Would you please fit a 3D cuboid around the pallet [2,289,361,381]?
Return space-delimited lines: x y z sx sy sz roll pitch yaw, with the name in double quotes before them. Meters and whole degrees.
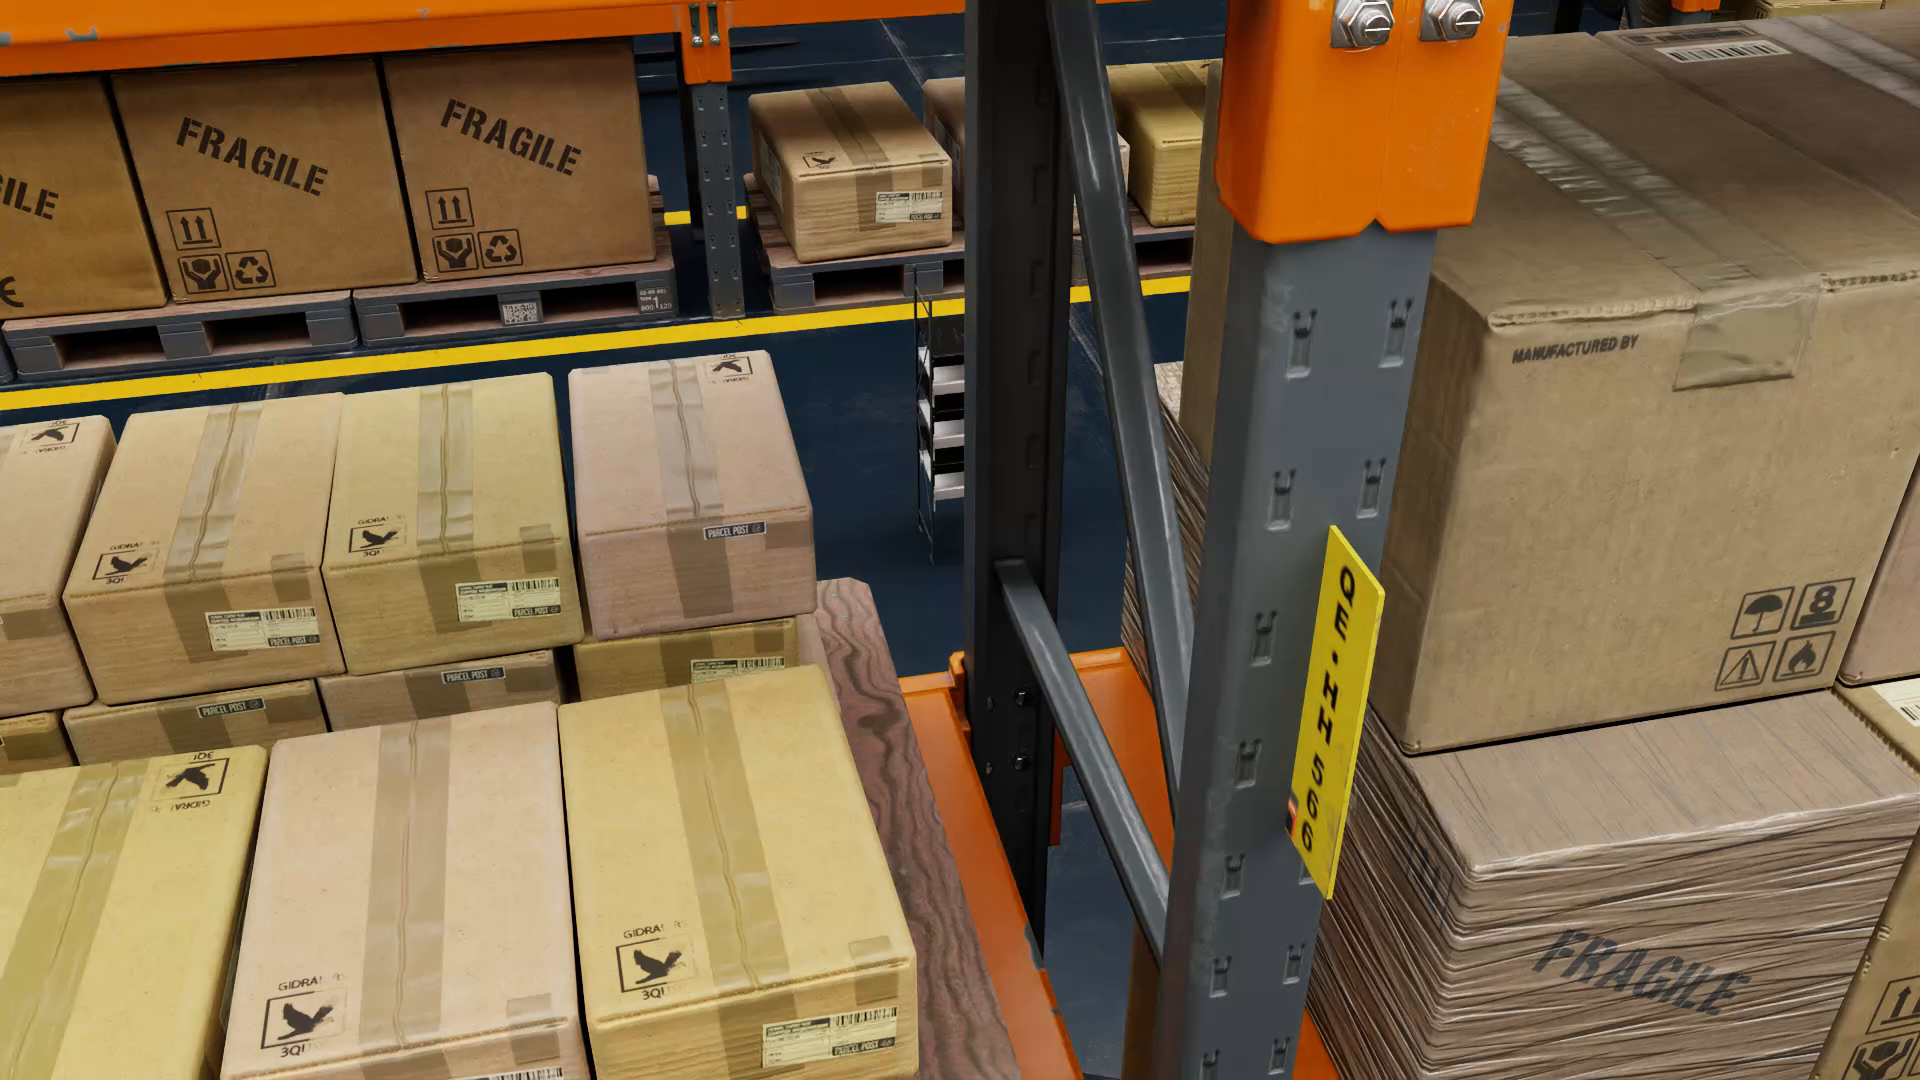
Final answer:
"pallet" -2.988 -1.015 6.573 1.213 0.211 1.003 -7 35 -11

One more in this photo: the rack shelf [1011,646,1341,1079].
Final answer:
"rack shelf" 2.126 0.354 2.676 4.000 0.370 1.077 -7 35 -11

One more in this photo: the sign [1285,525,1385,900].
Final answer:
"sign" 0.304 0.147 1.371 0.005 0.325 0.100 -7 35 -11

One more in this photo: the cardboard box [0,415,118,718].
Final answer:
"cardboard box" -1.078 0.030 1.828 0.250 0.149 0.380 -9 35 -13

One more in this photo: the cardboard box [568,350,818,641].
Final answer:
"cardboard box" -0.322 -0.064 1.968 0.250 0.149 0.380 -7 35 -10

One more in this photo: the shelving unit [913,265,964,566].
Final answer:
"shelving unit" -0.008 -0.373 4.998 0.210 0.900 0.258 -7 35 -11

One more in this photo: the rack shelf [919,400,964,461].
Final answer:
"rack shelf" -0.008 -0.345 5.016 0.200 0.077 0.258 -7 35 -11

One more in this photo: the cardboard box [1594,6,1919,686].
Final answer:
"cardboard box" 1.108 -0.268 1.971 0.500 0.500 0.700 -8 35 -11

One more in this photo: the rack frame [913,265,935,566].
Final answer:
"rack frame" -0.107 -0.360 4.979 0.006 0.900 0.240 -7 35 -11

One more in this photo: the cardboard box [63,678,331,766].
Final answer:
"cardboard box" -0.864 0.127 1.951 0.250 0.149 0.380 -8 35 -12

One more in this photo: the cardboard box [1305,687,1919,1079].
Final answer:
"cardboard box" 0.673 0.351 1.945 0.500 0.500 0.500 -7 34 -10

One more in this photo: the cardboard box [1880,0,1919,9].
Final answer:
"cardboard box" 4.041 -2.211 7.270 0.500 0.500 0.500 -6 34 -9

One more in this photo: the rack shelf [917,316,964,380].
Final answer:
"rack shelf" -0.008 -0.569 4.866 0.200 0.077 0.258 -7 35 -11

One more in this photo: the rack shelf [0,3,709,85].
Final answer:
"rack shelf" -2.966 -1.832 5.934 4.000 0.370 1.077 -7 35 -11

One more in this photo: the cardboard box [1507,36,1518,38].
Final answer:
"cardboard box" 2.375 -1.886 7.350 0.625 0.372 0.950 -7 34 -10

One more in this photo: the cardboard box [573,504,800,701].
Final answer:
"cardboard box" -0.340 0.058 2.054 0.250 0.149 0.380 -6 34 -8

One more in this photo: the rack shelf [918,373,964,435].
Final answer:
"rack shelf" -0.008 -0.420 4.966 0.200 0.077 0.258 -7 35 -11

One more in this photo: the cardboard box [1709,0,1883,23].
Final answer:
"cardboard box" 3.521 -2.138 7.162 0.500 0.500 0.500 -6 34 -8

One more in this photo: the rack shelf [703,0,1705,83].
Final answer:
"rack shelf" 0.935 -2.324 6.667 4.000 0.370 1.077 -7 35 -11

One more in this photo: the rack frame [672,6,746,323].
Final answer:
"rack frame" -1.015 -2.377 6.100 0.127 3.000 1.000 -7 35 -11

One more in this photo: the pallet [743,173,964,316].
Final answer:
"pallet" -0.253 -1.314 7.019 1.213 0.211 1.003 -7 35 -11

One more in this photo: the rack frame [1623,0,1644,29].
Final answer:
"rack frame" 2.885 -2.870 6.835 0.053 2.616 0.949 -7 35 -11

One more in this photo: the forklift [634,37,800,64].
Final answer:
"forklift" -2.394 -3.609 8.055 3.031 2.867 1.129 -8 35 -11

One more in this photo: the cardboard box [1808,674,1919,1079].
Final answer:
"cardboard box" 1.168 0.287 2.041 0.500 0.500 0.500 -7 35 -11

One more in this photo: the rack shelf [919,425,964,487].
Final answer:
"rack shelf" -0.008 -0.270 5.066 0.200 0.077 0.258 -7 35 -11

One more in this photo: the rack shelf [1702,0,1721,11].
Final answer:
"rack shelf" 4.837 -2.816 7.399 4.000 0.370 1.077 -7 35 -11

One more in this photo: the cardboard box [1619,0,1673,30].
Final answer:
"cardboard box" 3.404 -2.431 7.599 0.500 0.500 0.500 -8 35 -11

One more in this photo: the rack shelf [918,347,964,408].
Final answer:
"rack shelf" -0.008 -0.494 4.916 0.200 0.077 0.258 -7 35 -11

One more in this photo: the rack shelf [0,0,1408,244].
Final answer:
"rack shelf" -1.775 -0.400 1.108 4.000 0.370 1.077 -7 35 -11

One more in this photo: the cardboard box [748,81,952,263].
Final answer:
"cardboard box" -0.462 -1.524 6.811 0.625 0.372 0.950 -9 35 -14

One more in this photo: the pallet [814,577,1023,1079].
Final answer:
"pallet" -0.496 0.526 1.946 1.003 0.211 1.213 -7 35 -11

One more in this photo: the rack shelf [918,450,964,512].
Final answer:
"rack shelf" -0.008 -0.196 5.117 0.200 0.077 0.258 -7 35 -11

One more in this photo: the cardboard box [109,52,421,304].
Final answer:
"cardboard box" -2.578 -1.522 6.356 0.875 0.875 0.875 -7 34 -10

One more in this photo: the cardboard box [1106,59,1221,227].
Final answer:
"cardboard box" 0.997 -1.709 7.087 0.625 0.372 0.950 -6 34 -9

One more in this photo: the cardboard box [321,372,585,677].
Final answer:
"cardboard box" -0.580 -0.030 1.917 0.250 0.149 0.380 -8 35 -12

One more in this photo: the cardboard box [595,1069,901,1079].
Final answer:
"cardboard box" -0.206 0.416 1.520 0.250 0.149 0.380 -6 34 -10

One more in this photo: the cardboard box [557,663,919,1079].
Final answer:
"cardboard box" -0.202 0.293 1.435 0.250 0.149 0.380 -9 35 -12

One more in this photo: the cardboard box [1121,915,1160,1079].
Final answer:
"cardboard box" 0.789 1.035 2.658 0.750 0.750 1.050 -8 35 -11

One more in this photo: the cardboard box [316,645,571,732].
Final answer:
"cardboard box" -0.605 0.092 2.002 0.250 0.149 0.380 -6 34 -8

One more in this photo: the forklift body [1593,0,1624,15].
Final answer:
"forklift body" 4.242 -4.480 9.996 1.214 2.155 2.313 -7 35 -11

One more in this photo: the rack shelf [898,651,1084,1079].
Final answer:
"rack shelf" -1.775 0.846 1.943 4.000 0.370 1.077 -7 35 -11

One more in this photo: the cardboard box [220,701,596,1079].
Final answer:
"cardboard box" -0.447 0.323 1.391 0.250 0.149 0.380 -8 35 -11

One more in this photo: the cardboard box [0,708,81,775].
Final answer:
"cardboard box" -1.110 0.158 1.904 0.250 0.149 0.380 -7 35 -10

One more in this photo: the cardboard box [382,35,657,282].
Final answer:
"cardboard box" -1.707 -1.629 6.516 0.875 0.875 0.875 -7 35 -11

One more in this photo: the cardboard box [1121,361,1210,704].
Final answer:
"cardboard box" 0.555 0.058 2.382 0.500 0.500 0.500 -7 35 -11
